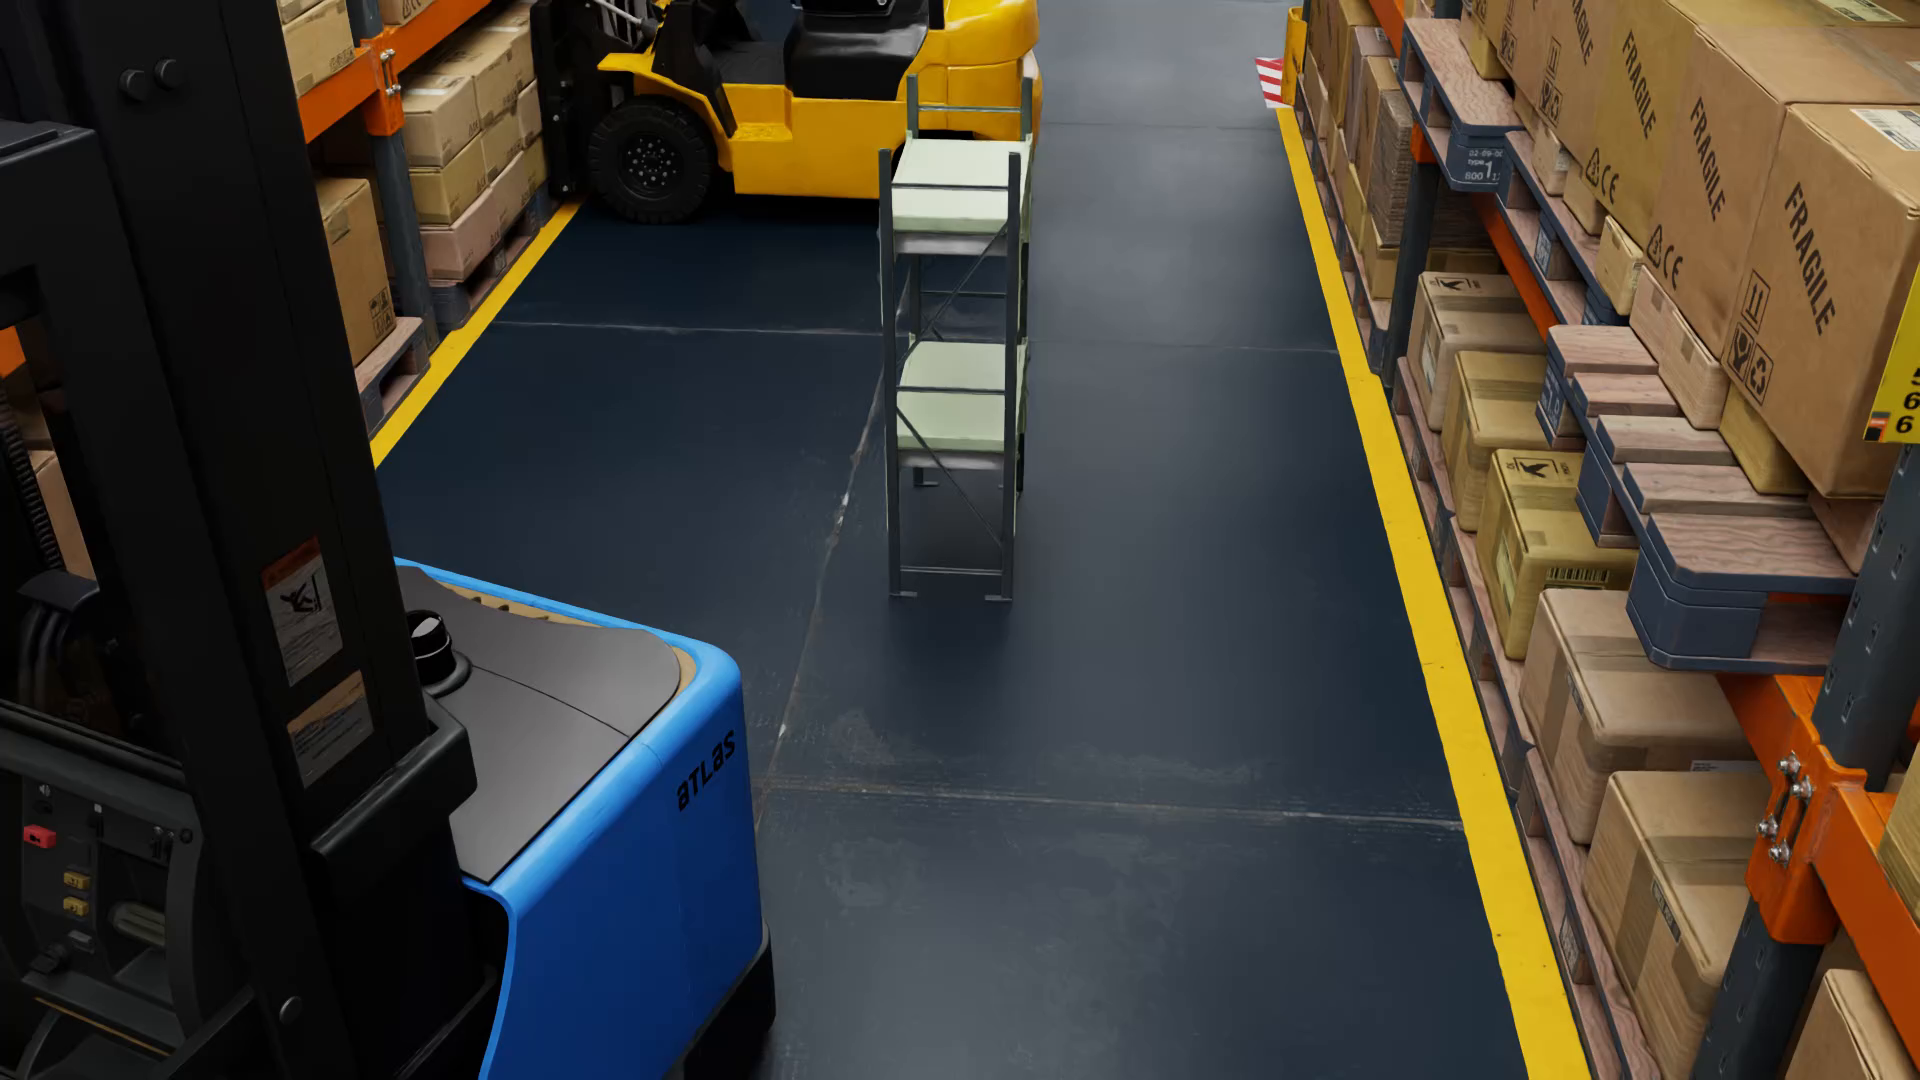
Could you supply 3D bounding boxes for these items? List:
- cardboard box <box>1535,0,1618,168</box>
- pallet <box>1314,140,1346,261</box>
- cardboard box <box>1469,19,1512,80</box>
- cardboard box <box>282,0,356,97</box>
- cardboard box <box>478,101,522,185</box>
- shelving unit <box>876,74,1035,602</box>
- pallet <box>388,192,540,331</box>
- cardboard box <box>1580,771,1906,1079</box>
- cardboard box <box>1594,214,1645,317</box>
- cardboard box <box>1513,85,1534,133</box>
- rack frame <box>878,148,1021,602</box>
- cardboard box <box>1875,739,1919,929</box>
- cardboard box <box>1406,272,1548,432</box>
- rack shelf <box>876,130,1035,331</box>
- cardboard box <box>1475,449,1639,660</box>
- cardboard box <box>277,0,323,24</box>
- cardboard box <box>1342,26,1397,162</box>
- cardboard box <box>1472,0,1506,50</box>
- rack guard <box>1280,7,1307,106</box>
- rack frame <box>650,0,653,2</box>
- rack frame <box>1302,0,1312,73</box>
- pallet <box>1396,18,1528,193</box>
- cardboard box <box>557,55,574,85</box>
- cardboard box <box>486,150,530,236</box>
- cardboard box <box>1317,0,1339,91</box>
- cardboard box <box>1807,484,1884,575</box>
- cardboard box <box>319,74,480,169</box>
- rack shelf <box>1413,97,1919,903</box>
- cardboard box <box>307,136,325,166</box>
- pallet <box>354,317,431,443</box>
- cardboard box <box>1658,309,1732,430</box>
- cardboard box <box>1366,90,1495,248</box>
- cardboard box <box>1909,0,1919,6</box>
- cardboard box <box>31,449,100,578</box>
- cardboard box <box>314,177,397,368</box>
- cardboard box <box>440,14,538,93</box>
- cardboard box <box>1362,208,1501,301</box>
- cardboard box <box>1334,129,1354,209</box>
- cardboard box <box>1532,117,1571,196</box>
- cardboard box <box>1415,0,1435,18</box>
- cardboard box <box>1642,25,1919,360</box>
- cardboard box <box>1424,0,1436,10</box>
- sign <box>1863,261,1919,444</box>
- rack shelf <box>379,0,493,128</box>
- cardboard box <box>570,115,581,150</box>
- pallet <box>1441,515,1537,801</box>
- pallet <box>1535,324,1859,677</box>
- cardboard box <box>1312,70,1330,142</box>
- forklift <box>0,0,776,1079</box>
[{"bbox_3d":[1.774,-1.220,4.092,0.500,0.500,0.500,1,32,2],"label":"cardboard box"},{"bbox_3d":[2.339,-1.699,8.306,1.003,0.211,1.213,2,32,4],"label":"pallet"},{"bbox_3d":[1.834,-1.560,5.262,0.380,0.149,0.250,3,32,5],"label":"cardboard box"},{"bbox_3d":[-2.505,-1.766,5.899,0.500,0.250,0.500,3,32,5],"label":"cardboard box"},{"bbox_3d":[-2.338,-1.829,7.602,0.500,0.250,0.500,2,32,4],"label":"cardboard box"},{"bbox_3d":[0.001,-0.642,5.362,0.431,1.500,0.755,2,32,4],"label":"shelving unit"},{"bbox_3d":[-2.618,-1.331,7.709,1.003,0.211,1.213,2,32,4],"label":"pallet"},{"bbox_3d":[1.953,0.842,3.629,0.950,0.372,0.625,0,32,1],"label":"cardboard box"},{"bbox_3d":[1.652,-0.609,3.718,0.380,0.149,0.250,3,32,5],"label":"cardboard box"},{"bbox_3d":[1.824,-1.276,4.801,0.380,0.149,0.250,3,32,5],"label":"cardboard box"},{"bbox_3d":[-0.029,-0.451,5.052,0.400,1.500,0.023,2,32,4],"label":"rack frame"},{"bbox_3d":[1.607,0.506,2.212,0.500,0.250,0.500,2,32,3],"label":"cardboard box"},{"bbox_3d":[2.183,-0.680,6.099,0.950,0.372,0.625,3,32,5],"label":"cardboard box"},{"bbox_3d":[0.001,-0.974,5.157,0.431,0.370,0.720,2,32,4],"label":"rack shelf"},{"bbox_3d":[2.073,0.060,4.898,0.950,0.372,0.625,3,32,6],"label":"cardboard box"},{"bbox_3d":[-2.510,-1.986,5.779,0.500,0.250,0.500,2,32,3],"label":"cardboard box"},{"bbox_3d":[2.084,-2.075,7.764,0.500,0.500,0.500,4,32,7],"label":"cardboard box"},{"bbox_3d":[1.859,-1.747,4.947,0.500,0.500,0.500,3,32,4],"label":"cardboard box"},{"bbox_3d":[2.543,-2.882,9.950,1.175,0.500,0.348,2,32,4],"label":"rack guard"},{"bbox_3d":[-2.399,-4.196,9.699,1.000,3.000,0.127,2,32,4],"label":"rack frame"},{"bbox_3d":[2.549,-3.986,9.359,1.000,3.000,0.127,2,32,4],"label":"rack frame"},{"bbox_3d":[2.016,-1.419,5.376,1.003,0.211,1.213,2,32,4],"label":"pallet"},{"bbox_3d":[-2.244,-2.355,8.456,0.500,0.250,0.500,2,32,4],"label":"cardboard box"},{"bbox_3d":[-2.329,-1.617,7.736,0.500,0.250,0.500,2,32,3],"label":"cardboard box"},{"bbox_3d":[2.168,-2.617,8.644,0.500,0.500,0.500,1,32,2],"label":"cardboard box"},{"bbox_3d":[1.690,-0.056,2.821,0.380,0.149,0.250,4,32,6],"label":"cardboard box"},{"bbox_3d":[-2.372,-1.778,7.043,0.500,0.250,0.500,2,32,3],"label":"cardboard box"},{"bbox_3d":[2.060,-0.542,4.456,1.077,0.370,4.000,2,32,4],"label":"rack shelf"},{"bbox_3d":[-2.877,-1.804,7.085,0.500,0.250,0.500,3,32,5],"label":"cardboard box"},{"bbox_3d":[-2.746,-0.530,6.409,1.003,0.211,1.213,2,32,4],"label":"pallet"},{"bbox_3d":[1.615,-0.333,3.270,0.380,0.149,0.250,2,32,4],"label":"cardboard box"},{"bbox_3d":[2.004,-1.542,6.900,0.500,0.500,0.500,2,32,3],"label":"cardboard box"},{"bbox_3d":[2.237,-0.927,3.616,0.500,0.500,0.500,3,32,5],"label":"cardboard box"},{"bbox_3d":[-2.940,0.152,4.508,0.875,0.625,0.625,3,32,6],"label":"cardboard box"},{"bbox_3d":[-2.756,-0.999,6.375,0.875,0.625,0.625,4,32,6],"label":"cardboard box"},{"bbox_3d":[-2.292,-2.305,7.899,0.500,0.250,0.500,3,32,6],"label":"cardboard box"},{"bbox_3d":[2.003,-1.223,7.096,0.500,0.250,0.500,4,32,6],"label":"cardboard box"},{"bbox_3d":[2.083,-1.768,7.980,0.500,0.250,0.500,3,32,5],"label":"cardboard box"},{"bbox_3d":[1.729,-1.010,4.369,0.380,0.149,0.250,4,32,6],"label":"cardboard box"},{"bbox_3d":[1.945,-1.968,6.324,0.380,0.149,0.250,2,32,3],"label":"cardboard box"},{"bbox_3d":[1.688,-0.671,3.201,0.500,0.500,0.500,2,32,3],"label":"cardboard box"},{"bbox_3d":[2.011,-2.306,6.255,0.500,0.500,0.500,2,32,3],"label":"cardboard box"},{"bbox_3d":[1.356,-0.280,2.317,0.100,0.325,0.005,2,32,4],"label":"sign"},{"bbox_3d":[-2.562,-2.844,8.191,1.077,0.370,4.000,2,32,4],"label":"rack shelf"},{"bbox_3d":[-2.242,-2.151,8.603,0.500,0.250,0.500,3,32,6],"label":"cardboard box"},{"bbox_3d":[2.064,0.340,4.997,1.003,0.211,1.213,2,32,4],"label":"pallet"},{"bbox_3d":[1.849,-0.098,3.233,1.213,0.211,1.003,2,32,4],"label":"pallet"},{"bbox_3d":[2.158,-2.317,8.872,0.500,0.250,0.500,4,32,6],"label":"cardboard box"},{"bbox_3d":[-1.491,0.489,2.163,1.130,2.935,3.031,13,34,20],"label":"forklift"}]
